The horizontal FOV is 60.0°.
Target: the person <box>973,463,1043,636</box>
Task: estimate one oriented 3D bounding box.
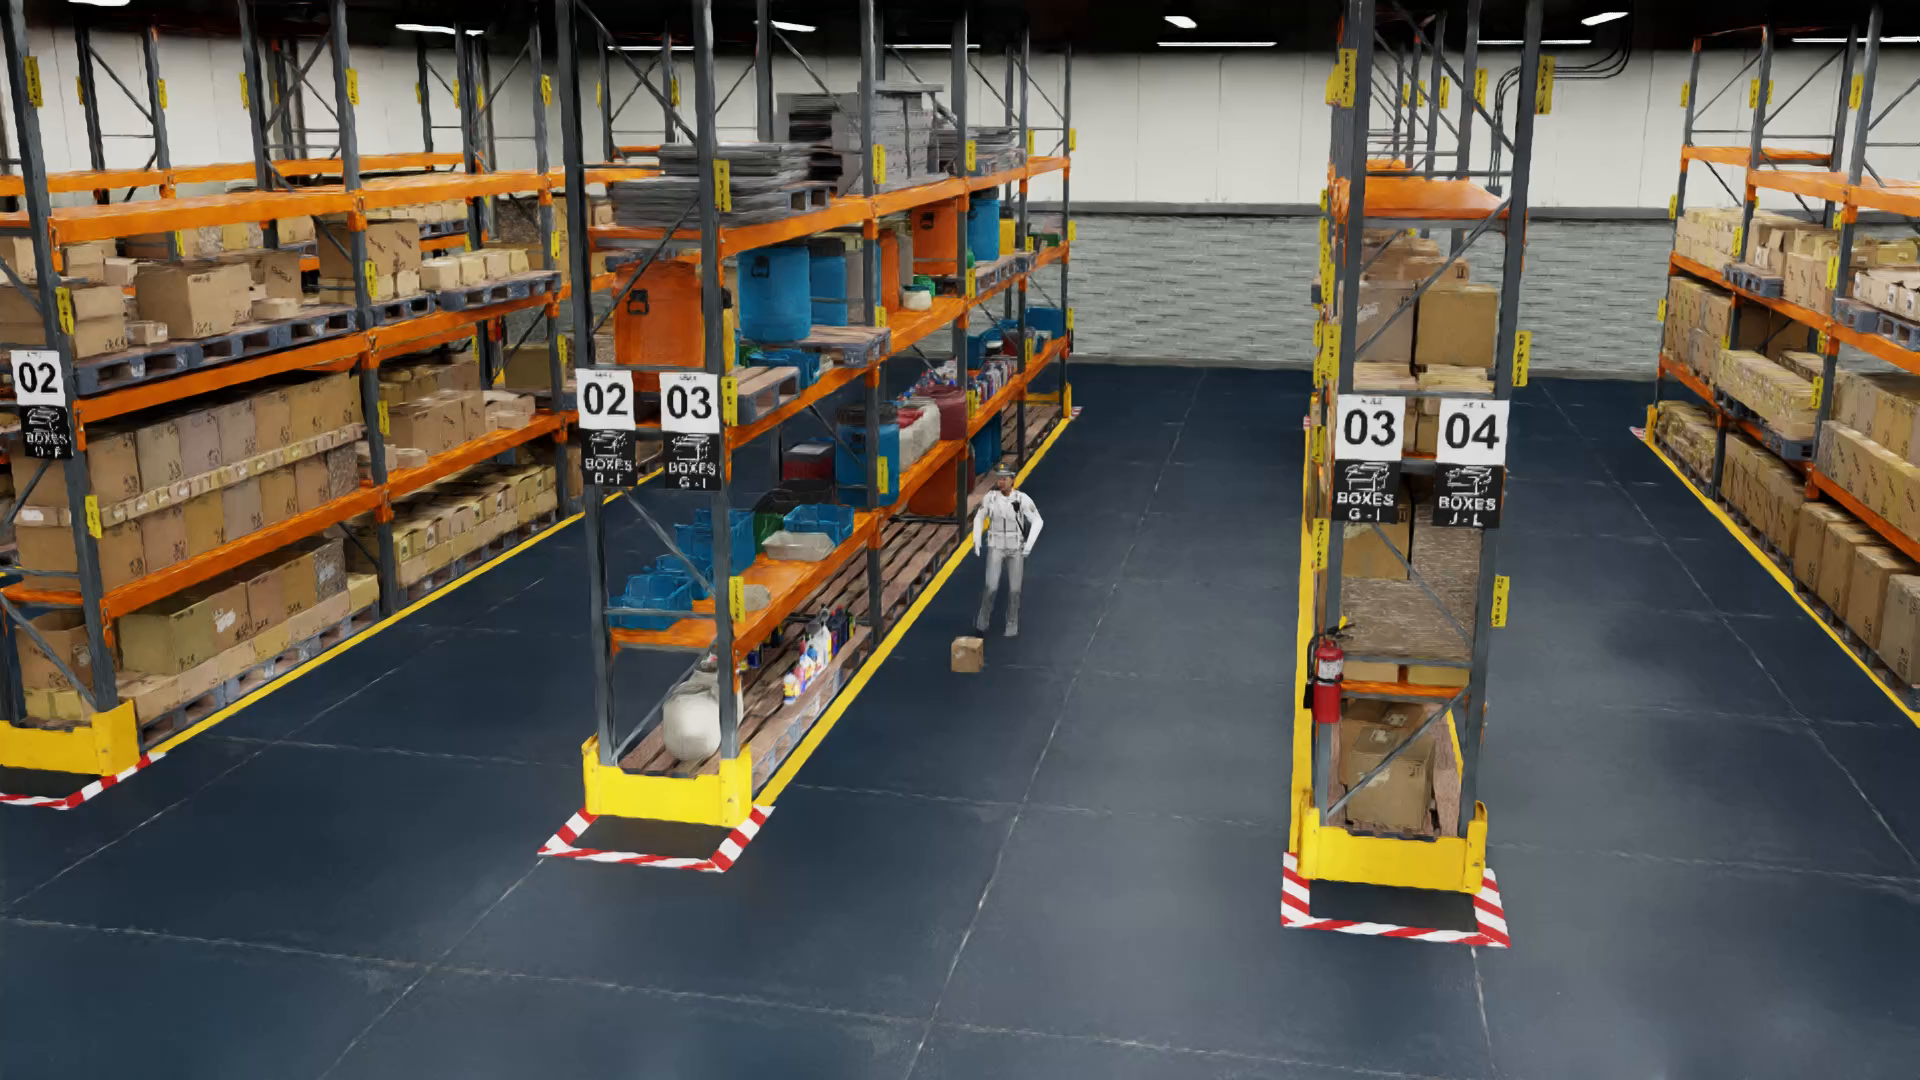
[{"bbox_3d":[0.452,0.093,15.677,0.657,1.666,0.471,0,15,2],"label":"person"}]
